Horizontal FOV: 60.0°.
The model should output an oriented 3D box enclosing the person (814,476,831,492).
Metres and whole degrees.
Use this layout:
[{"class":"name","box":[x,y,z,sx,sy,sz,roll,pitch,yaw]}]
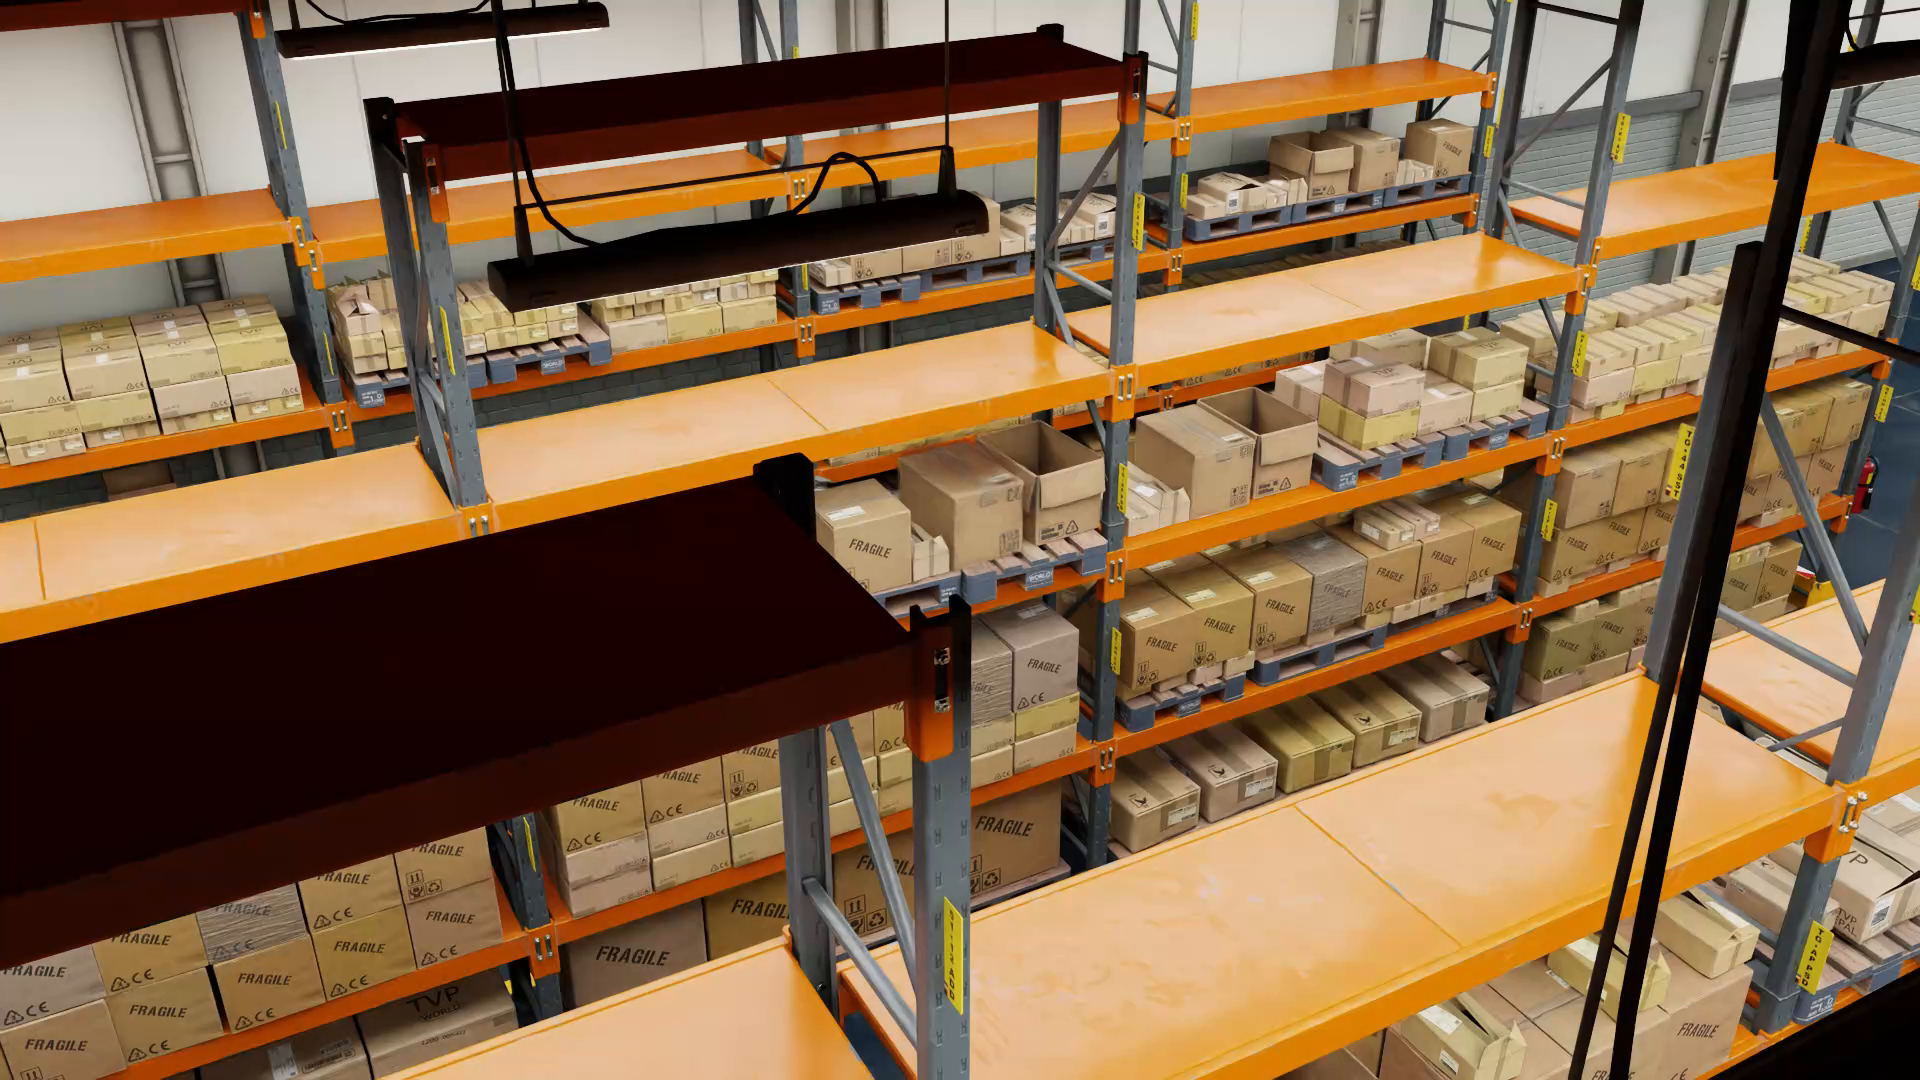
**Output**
[{"class":"person","box":[-1.198,0.156,14.486,0.481,1.641,0.598,23,36,37]}]
